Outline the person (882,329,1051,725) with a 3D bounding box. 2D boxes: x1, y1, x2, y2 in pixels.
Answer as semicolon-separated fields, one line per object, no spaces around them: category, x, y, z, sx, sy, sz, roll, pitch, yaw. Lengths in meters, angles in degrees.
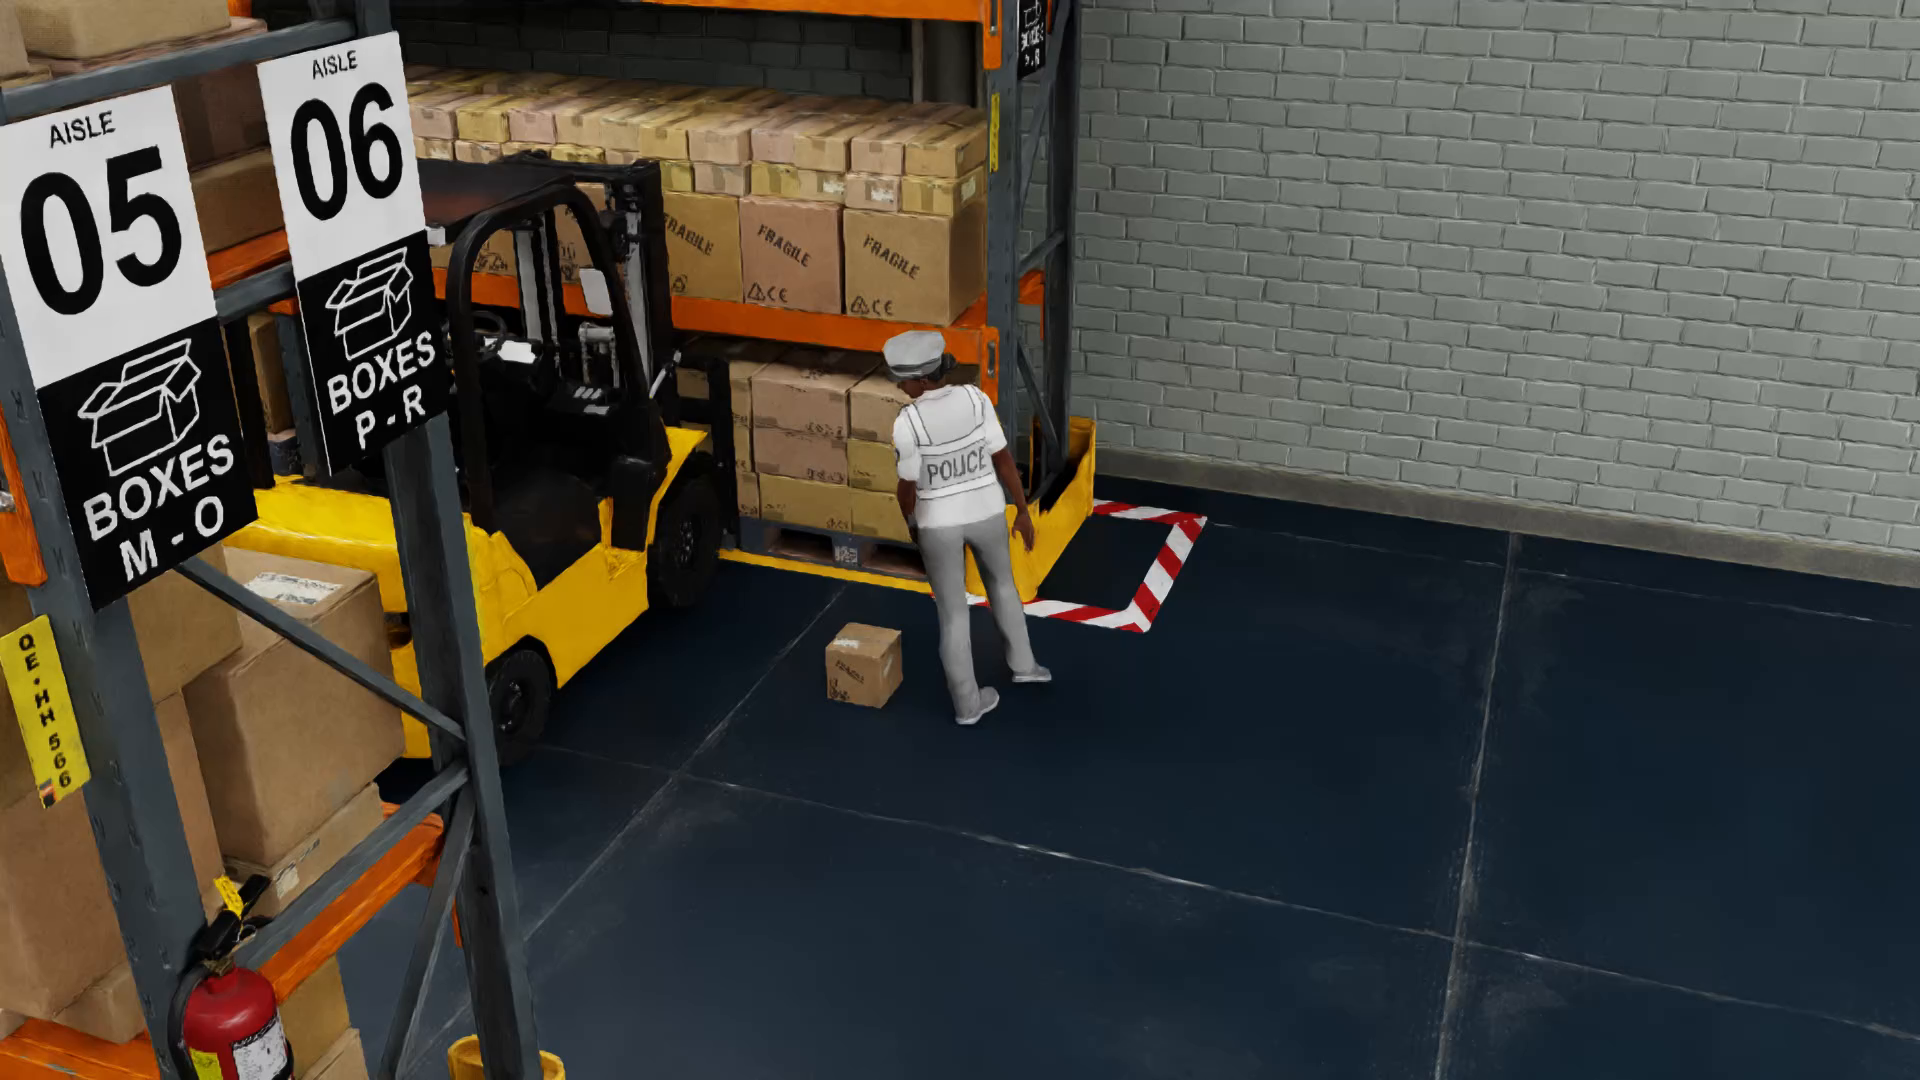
person;0.068;-0.040;6.742;0.733;1.663;0.415;-6;27;-12
